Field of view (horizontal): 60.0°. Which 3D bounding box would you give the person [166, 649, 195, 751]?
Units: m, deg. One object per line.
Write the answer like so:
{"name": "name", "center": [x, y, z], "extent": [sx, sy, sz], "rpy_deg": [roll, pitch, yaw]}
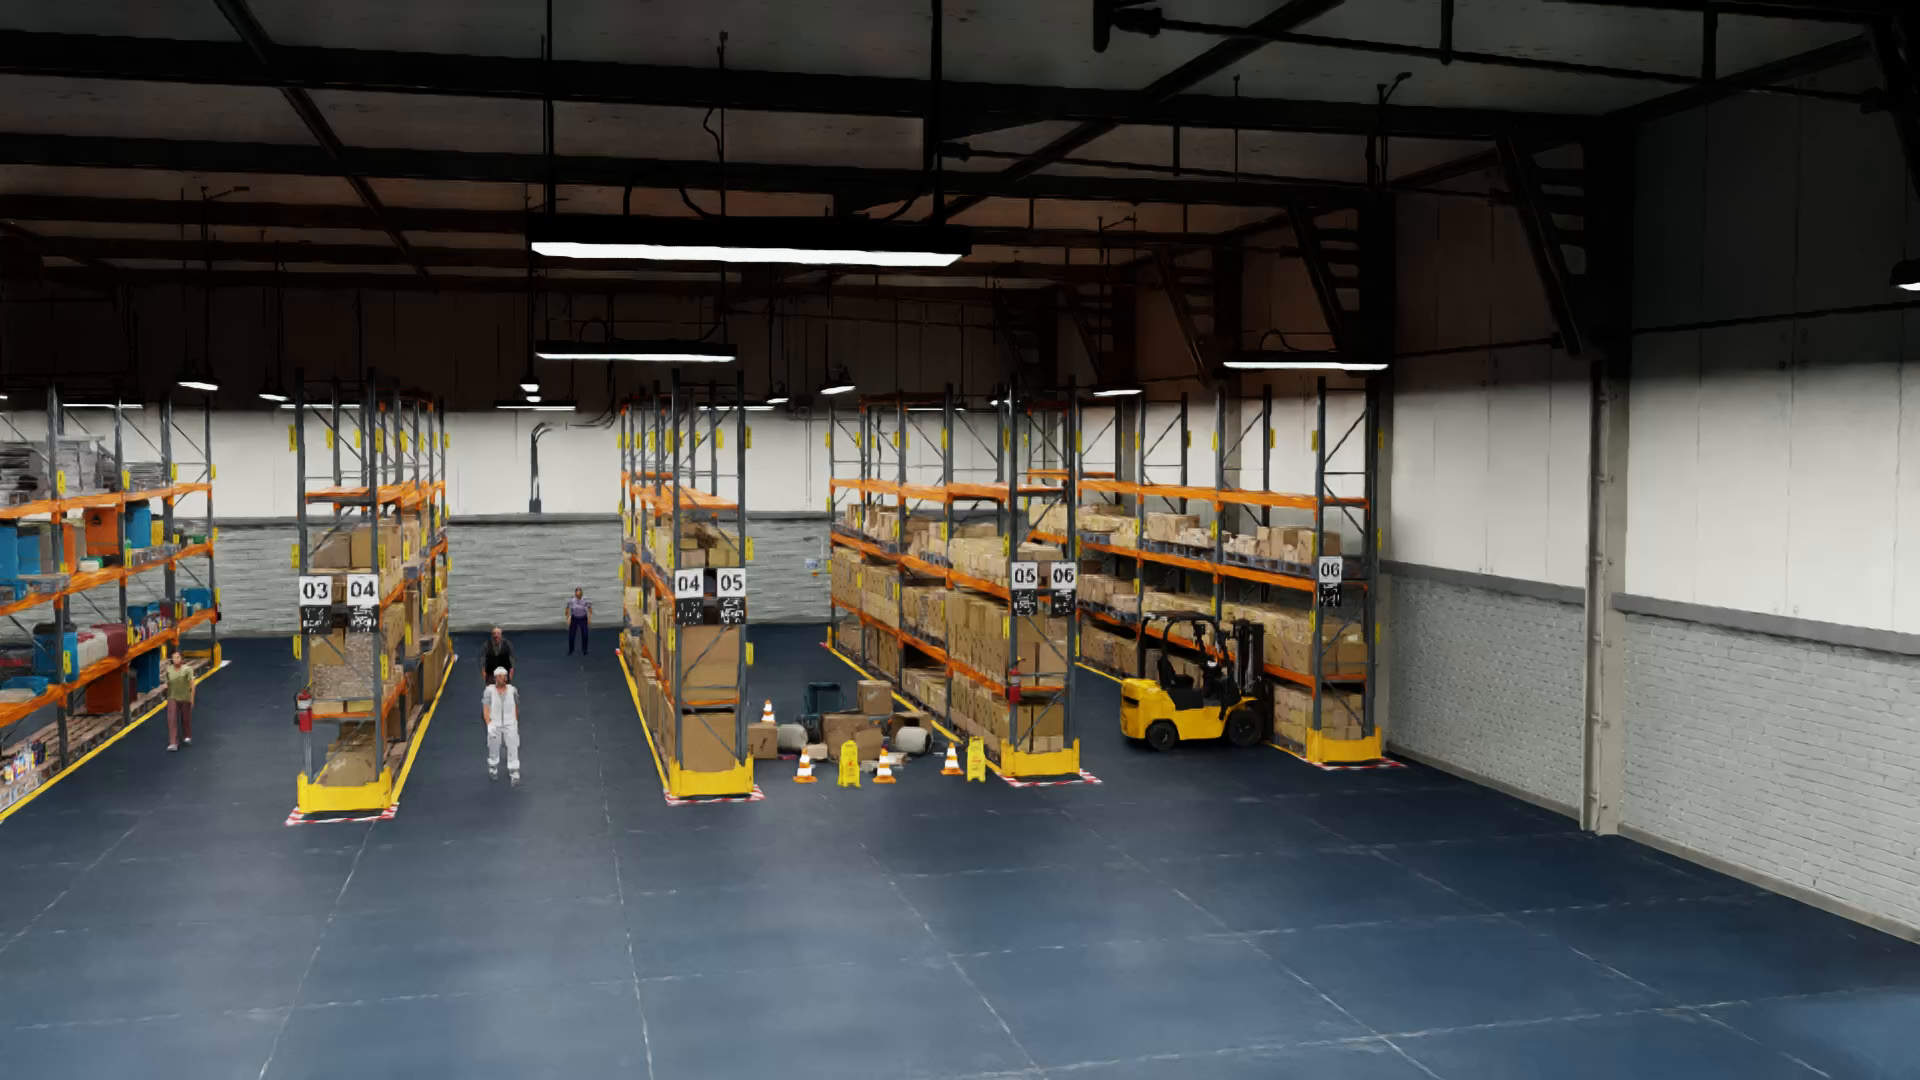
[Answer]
{"name": "person", "center": [-12.673, 2.577, 27.046], "extent": [0.456, 1.612, 1.019], "rpy_deg": [-1, 4, -15]}

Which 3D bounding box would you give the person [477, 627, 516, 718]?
{"name": "person", "center": [-8.326, 2.388, 29.924], "extent": [0.677, 1.674, 0.534], "rpy_deg": [-1, 4, -16]}

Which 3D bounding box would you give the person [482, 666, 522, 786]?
{"name": "person", "center": [-6.653, 2.686, 24.130], "extent": [0.528, 1.728, 1.032], "rpy_deg": [-1, 4, -22]}

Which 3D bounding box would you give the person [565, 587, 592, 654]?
{"name": "person", "center": [-8.949, 1.885, 39.033], "extent": [0.625, 1.596, 0.517], "rpy_deg": [-1, 3, -12]}
